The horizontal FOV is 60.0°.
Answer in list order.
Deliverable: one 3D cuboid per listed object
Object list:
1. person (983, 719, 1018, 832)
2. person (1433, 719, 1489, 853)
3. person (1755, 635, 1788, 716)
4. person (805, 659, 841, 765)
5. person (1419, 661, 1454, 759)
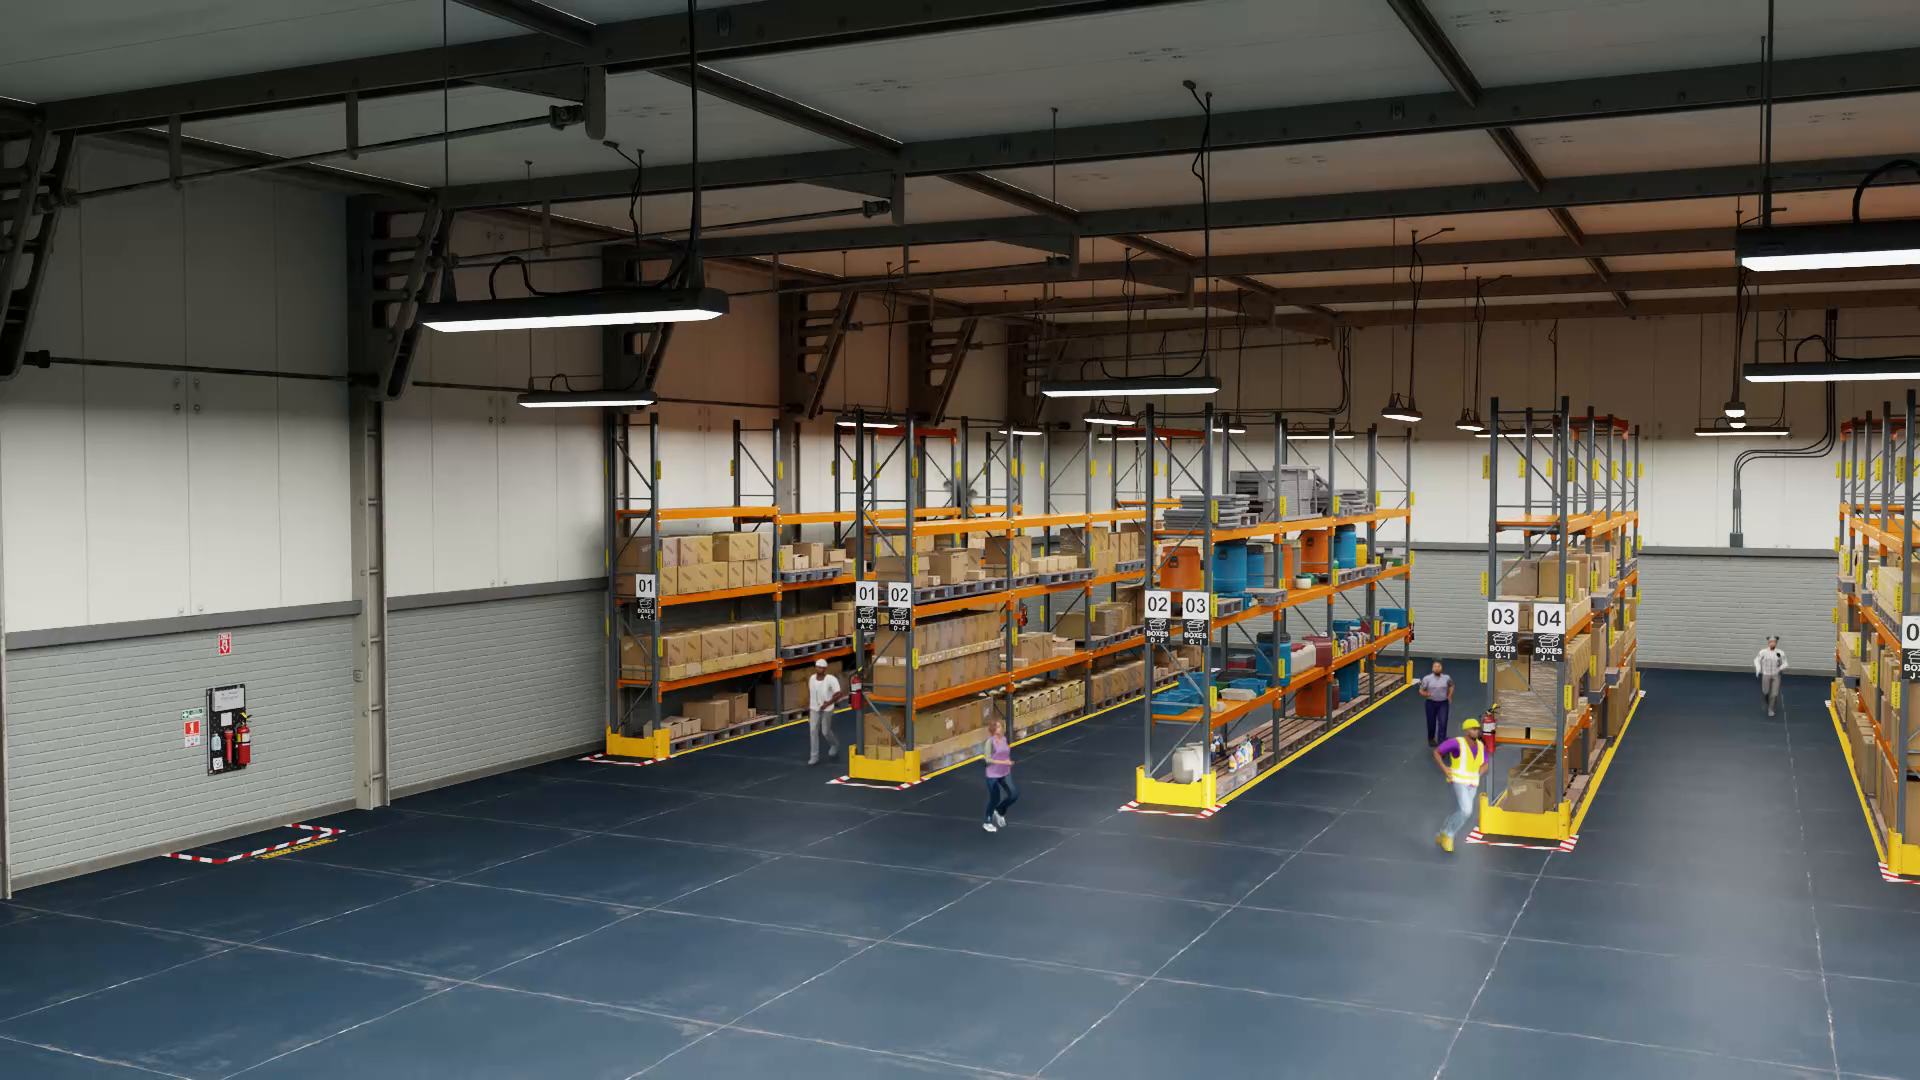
[{"bbox_3d":[0.562,3.249,22.886,0.535,1.568,0.607,-2,3,-40],"label":"person"},{"bbox_3d":[6.640,3.217,21.904,0.693,1.751,0.632,-1,3,-25],"label":"person"},{"bbox_3d":[16.480,2.754,33.782,0.617,1.654,0.543,1,3,25],"label":"person"},{"bbox_3d":[-2.355,2.920,28.532,0.715,1.775,0.903,1,3,22],"label":"person"},{"bbox_3d":[8.376,2.944,29.206,0.609,1.648,0.921,0,2,12],"label":"person"}]
